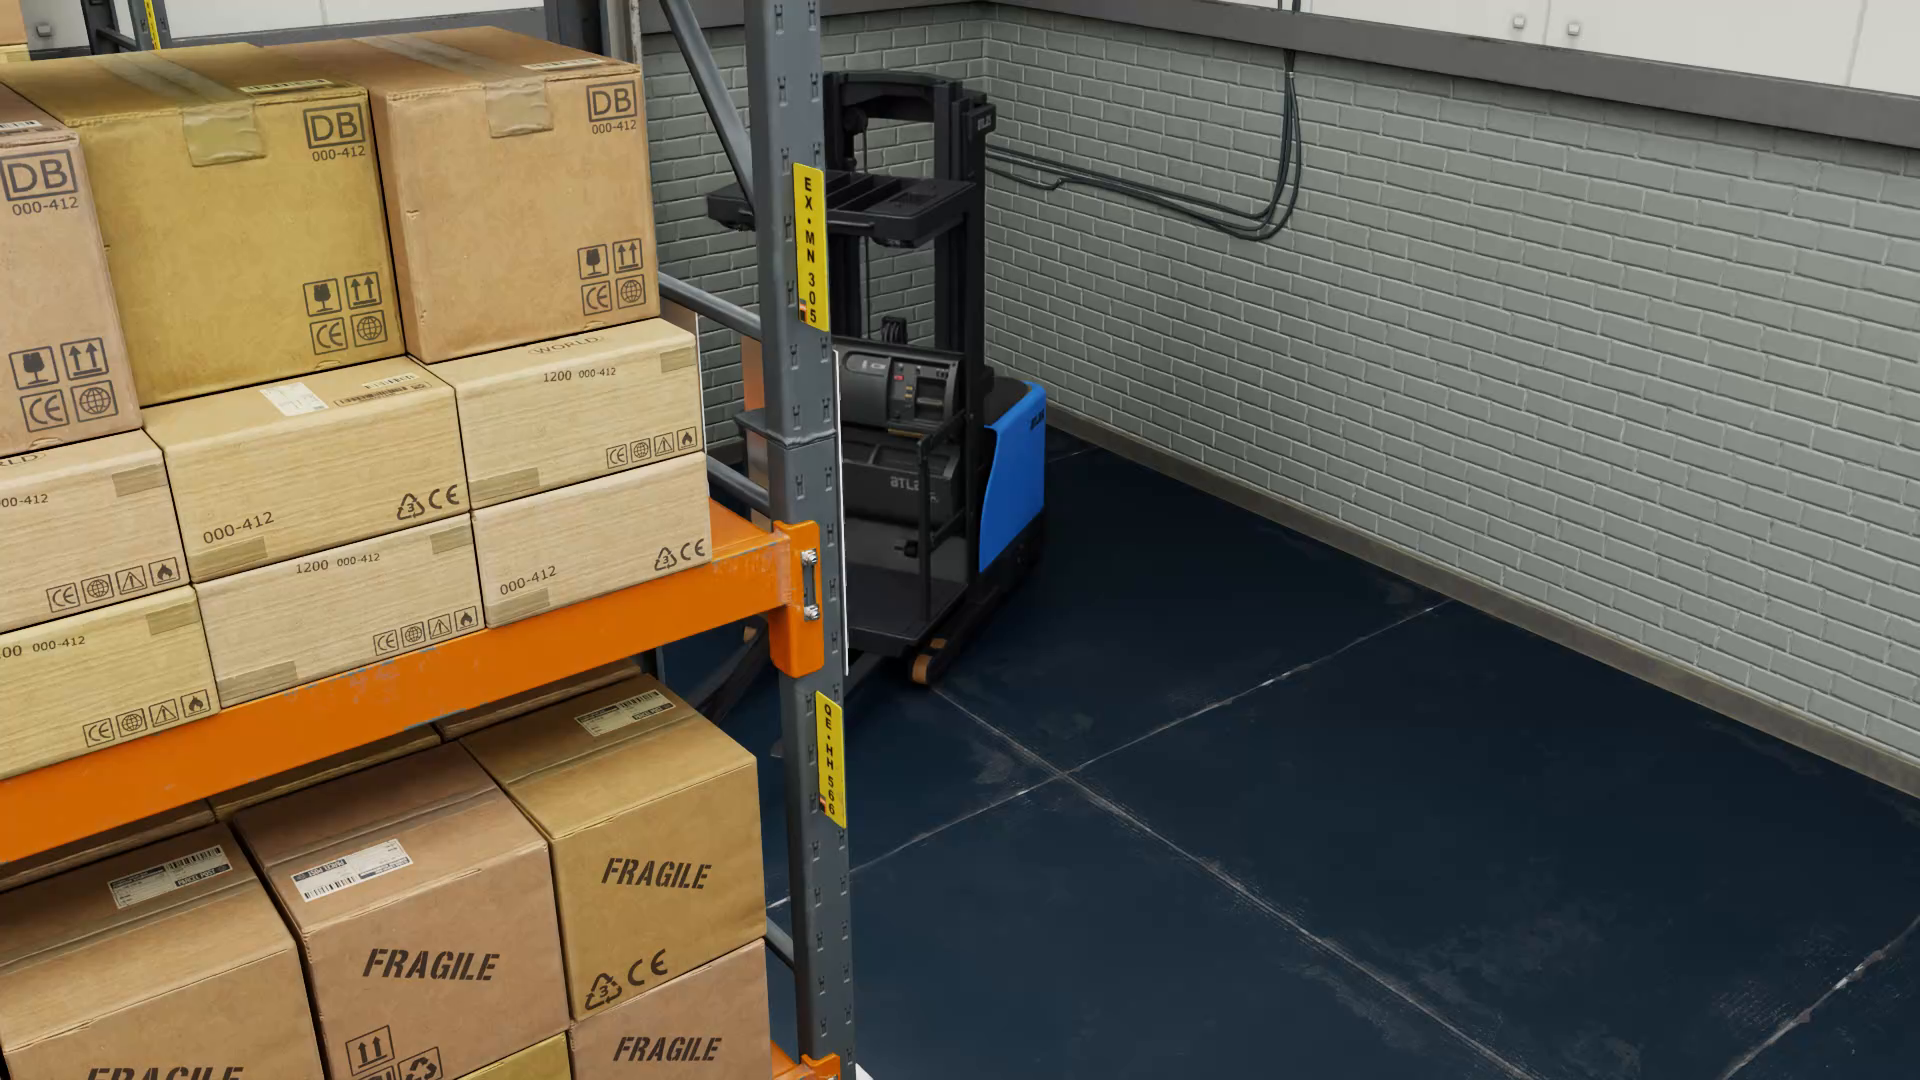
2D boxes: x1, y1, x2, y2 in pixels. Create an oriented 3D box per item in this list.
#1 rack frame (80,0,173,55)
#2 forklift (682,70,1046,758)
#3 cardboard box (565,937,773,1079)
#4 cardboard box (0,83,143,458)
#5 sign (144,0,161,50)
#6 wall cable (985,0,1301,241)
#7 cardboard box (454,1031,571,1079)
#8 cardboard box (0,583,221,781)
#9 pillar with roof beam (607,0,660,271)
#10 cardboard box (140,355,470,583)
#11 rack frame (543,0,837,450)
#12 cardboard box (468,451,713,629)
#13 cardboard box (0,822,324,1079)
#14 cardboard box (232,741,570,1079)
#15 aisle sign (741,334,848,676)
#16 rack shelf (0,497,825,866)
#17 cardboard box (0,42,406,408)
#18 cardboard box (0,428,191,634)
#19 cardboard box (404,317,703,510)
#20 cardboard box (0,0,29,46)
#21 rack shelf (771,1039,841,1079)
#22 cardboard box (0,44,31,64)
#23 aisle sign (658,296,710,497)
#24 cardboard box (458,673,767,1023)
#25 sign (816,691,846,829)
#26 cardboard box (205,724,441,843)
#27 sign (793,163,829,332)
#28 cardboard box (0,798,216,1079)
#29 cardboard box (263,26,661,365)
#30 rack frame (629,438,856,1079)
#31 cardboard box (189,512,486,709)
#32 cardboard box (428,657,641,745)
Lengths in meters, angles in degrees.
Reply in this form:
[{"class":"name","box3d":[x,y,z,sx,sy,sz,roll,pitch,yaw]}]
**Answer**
[{"class":"rack frame","box3d":[-3.684,-3.373,6.828,0.127,3.000,1.000,-18,31,-34]},{"class":"forklift","box3d":[-0.529,-0.776,8.440,1.130,2.935,3.031,10,27,21]},{"class":"cardboard box","box3d":[-0.809,1.150,4.091,0.500,0.500,0.500,-17,30,-32]},{"class":"cardboard box","box3d":[-1.792,-0.465,2.819,0.500,0.500,0.700,-18,31,-34]},{"class":"sign","box3d":[-3.361,-2.195,6.895,0.005,0.325,0.100,-18,31,-34]},{"class":"wall cable","box3d":[0.987,-3.315,10.392,0.112,2.526,3.097,-18,31,-34]},{"class":"cardboard box","box3d":[-1.215,1.286,3.798,0.500,0.500,0.500,-18,30,-34]},{"class":"cardboard box","box3d":[-1.652,0.177,2.920,0.500,0.250,0.500,-18,31,-34]},{"class":"pillar with roof beam","box3d":[0.563,-2.935,5.884,0.400,9.000,9.100,-18,31,-34]},{"class":"cardboard box","box3d":[-1.265,-0.183,3.102,0.500,0.250,0.500,-18,31,-34]},{"class":"rack frame","box3d":[-0.625,-1.733,3.294,0.127,3.000,1.000,-18,31,-34]},{"class":"cardboard box","box3d":[-0.866,-0.083,3.481,0.500,0.250,0.500,-18,31,-34]},{"class":"cardboard box","box3d":[-1.607,0.964,3.303,0.500,0.500,0.500,-17,30,-33]},{"class":"cardboard box","box3d":[-1.202,0.828,3.597,0.500,0.500,0.500,-17,30,-33]},{"class":"aisle sign","box3d":[-0.382,-0.107,3.829,0.004,0.787,0.394,-18,31,-34]},{"class":"rack shelf","box3d":[-2.199,0.474,2.958,4.000,0.370,1.077,-18,31,-34]},{"class":"cardboard box","box3d":[-1.465,-0.630,3.175,0.500,0.500,0.700,-18,31,-34]},{"class":"cardboard box","box3d":[-1.661,-0.054,2.825,0.500,0.250,0.500,-18,31,-34]},{"class":"cardboard box","box3d":[-0.872,-0.313,3.382,0.500,0.250,0.500,-18,31,-34]},{"class":"cardboard box","box3d":[-4.092,-2.240,6.619,0.500,0.500,0.500,-18,31,-34]},{"class":"rack shelf","box3d":[-2.199,1.834,3.589,4.000,0.370,1.077,-18,31,-34]},{"class":"cardboard box","box3d":[-4.097,-1.902,6.782,0.500,0.250,0.500,-17,30,-33]},{"class":"aisle sign","box3d":[-0.752,-0.306,4.258,0.004,0.787,0.394,-18,31,-34]},{"class":"cardboard box","box3d":[-0.805,0.696,3.880,0.500,0.500,0.500,-19,31,-34]},{"class":"sign","box3d":[-0.298,0.509,3.839,0.005,0.325,0.100,-18,31,-34]},{"class":"cardboard box","box3d":[-1.543,0.656,3.967,0.500,0.500,0.500,-18,30,-34]},{"class":"sign","box3d":[-0.298,-0.585,3.332,0.005,0.325,0.100,-18,31,-34]},{"class":"cardboard box","box3d":[-1.940,0.784,3.691,0.500,0.500,0.500,-18,30,-33]},{"class":"cardboard box","box3d":[-1.019,-0.732,3.395,0.500,0.500,0.700,-18,31,-34]},{"class":"rack frame","box3d":[-0.625,0.988,4.557,0.127,3.000,1.000,-18,31,-34]},{"class":"cardboard box","box3d":[-1.267,0.043,3.209,0.500,0.250,0.500,-18,31,-34]},{"class":"cardboard box","box3d":[-1.137,0.517,4.265,0.500,0.500,0.500,-17,30,-33]}]
